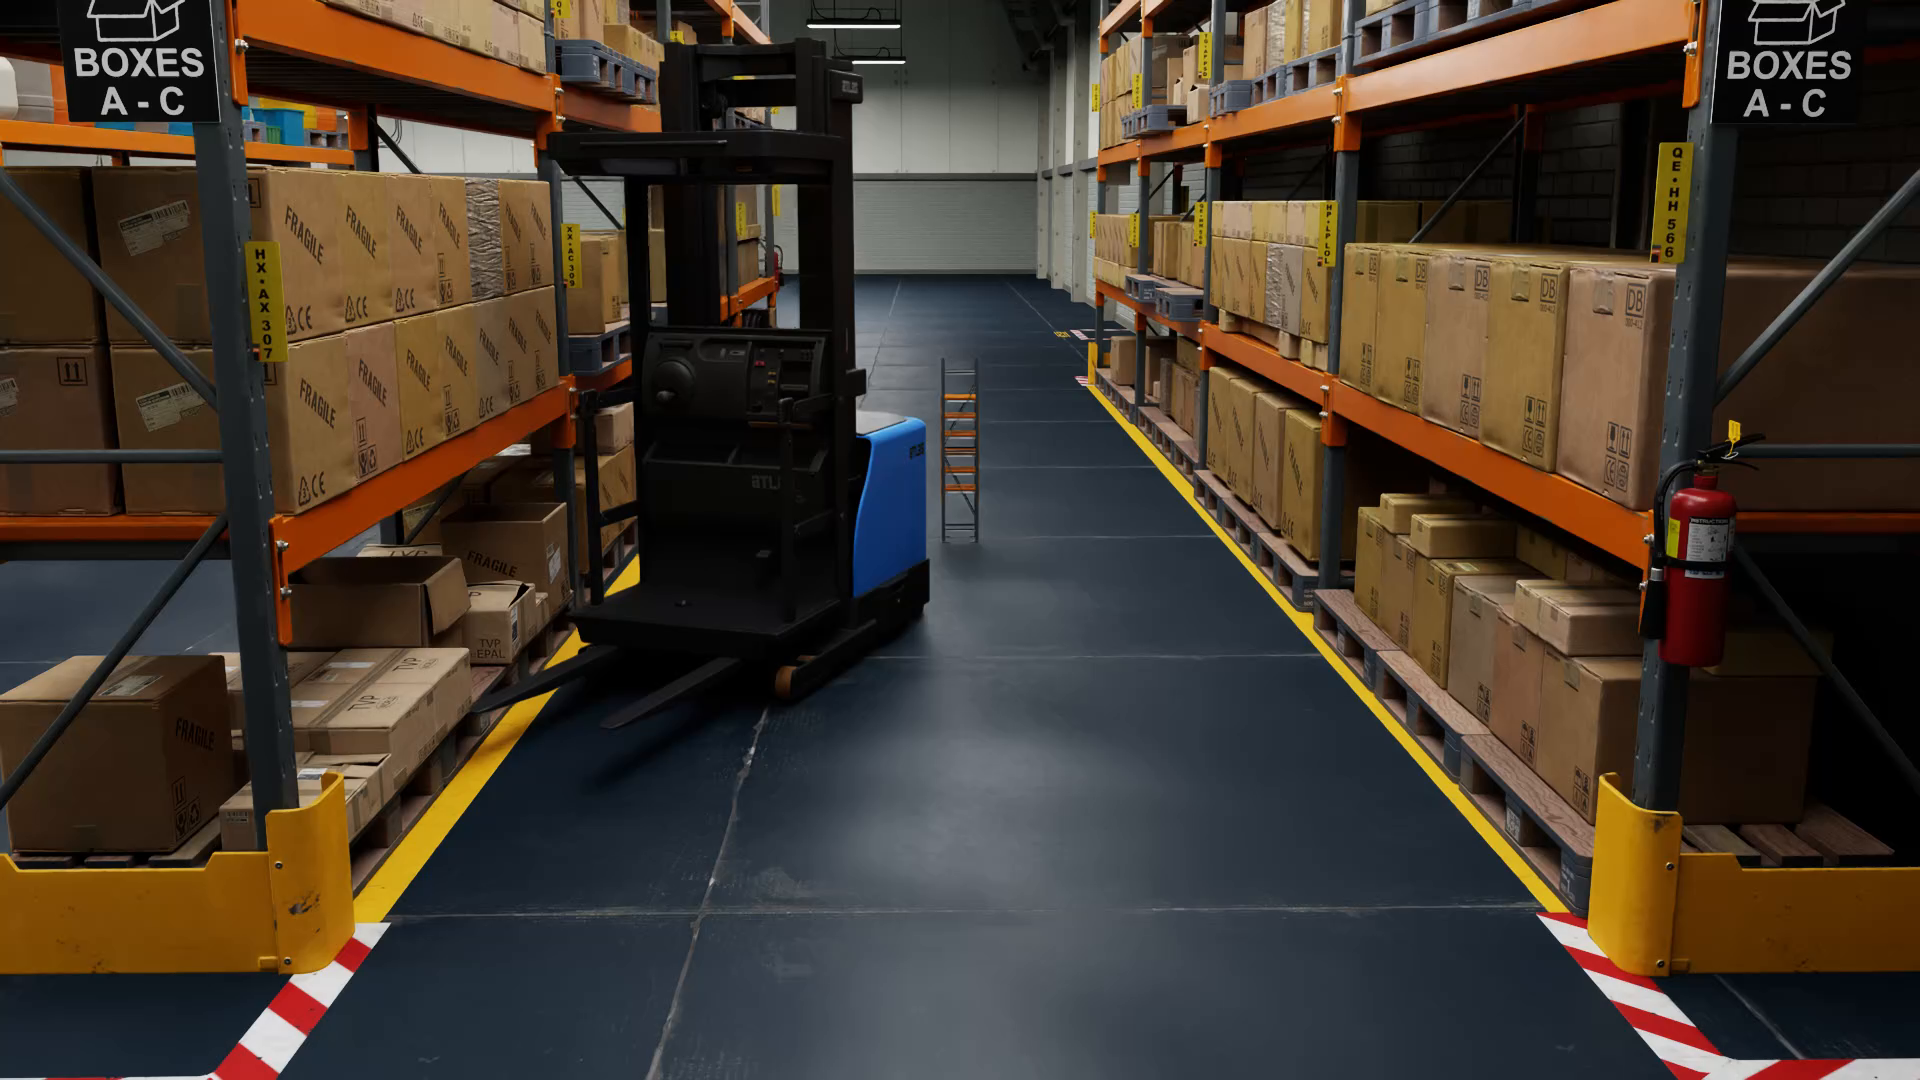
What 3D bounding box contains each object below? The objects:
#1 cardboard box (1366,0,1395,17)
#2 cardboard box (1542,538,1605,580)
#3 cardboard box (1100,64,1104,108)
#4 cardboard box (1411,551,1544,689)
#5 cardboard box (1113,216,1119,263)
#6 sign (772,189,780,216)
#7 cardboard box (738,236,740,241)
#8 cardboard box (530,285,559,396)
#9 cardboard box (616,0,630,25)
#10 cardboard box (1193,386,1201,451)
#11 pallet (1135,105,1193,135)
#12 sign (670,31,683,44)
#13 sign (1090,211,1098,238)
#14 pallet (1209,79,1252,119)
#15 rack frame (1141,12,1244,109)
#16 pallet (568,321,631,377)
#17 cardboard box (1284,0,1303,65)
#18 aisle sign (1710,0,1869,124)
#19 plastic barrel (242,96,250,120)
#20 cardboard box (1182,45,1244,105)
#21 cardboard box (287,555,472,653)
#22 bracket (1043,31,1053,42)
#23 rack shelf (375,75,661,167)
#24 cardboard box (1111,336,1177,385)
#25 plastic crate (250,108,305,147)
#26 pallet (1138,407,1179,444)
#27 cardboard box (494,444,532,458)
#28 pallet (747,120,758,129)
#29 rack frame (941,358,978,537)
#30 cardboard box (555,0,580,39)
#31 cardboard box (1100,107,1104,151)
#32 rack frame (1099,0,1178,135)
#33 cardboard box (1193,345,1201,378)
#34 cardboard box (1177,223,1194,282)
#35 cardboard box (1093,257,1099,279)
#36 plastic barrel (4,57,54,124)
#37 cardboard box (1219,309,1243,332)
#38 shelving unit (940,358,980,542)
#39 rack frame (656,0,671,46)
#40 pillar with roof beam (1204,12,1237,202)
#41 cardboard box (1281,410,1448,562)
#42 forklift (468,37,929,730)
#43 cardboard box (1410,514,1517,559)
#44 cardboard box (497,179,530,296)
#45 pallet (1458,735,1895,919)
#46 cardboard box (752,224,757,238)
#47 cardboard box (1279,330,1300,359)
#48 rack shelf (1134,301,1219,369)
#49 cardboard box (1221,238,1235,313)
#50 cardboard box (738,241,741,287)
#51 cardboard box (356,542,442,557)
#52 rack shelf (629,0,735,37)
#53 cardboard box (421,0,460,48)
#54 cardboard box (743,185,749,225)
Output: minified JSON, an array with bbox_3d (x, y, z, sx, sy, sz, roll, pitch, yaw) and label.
[{"bbox_3d":[2.179,-2.553,7.626,0.500,0.250,0.500,0,11,-1],"label":"cardboard box"},{"bbox_3d":[2.571,0.089,6.675,0.380,0.149,0.250,0,11,-1],"label":"cardboard box"},{"bbox_3d":[1.945,-5.367,19.610,0.500,0.500,0.500,-1,12,-5],"label":"cardboard box"},{"bbox_3d":[2.357,0.330,7.121,0.700,0.500,0.500,0,11,0],"label":"cardboard box"},{"bbox_3d":[1.928,-3.227,17.860,0.500,0.500,0.500,-1,11,-3],"label":"cardboard box"},{"bbox_3d":[-2.230,-4.088,20.157,0.100,0.325,0.005,0,11,-1],"label":"sign"},{"bbox_3d":[-2.524,-3.234,17.572,0.380,0.149,0.250,-1,11,-3],"label":"cardboard box"},{"bbox_3d":[-2.257,-0.970,8.045,0.500,0.500,0.500,0,11,0],"label":"cardboard box"},{"bbox_3d":[-2.604,-3.737,11.624,0.500,0.500,0.500,0,11,-1],"label":"cardboard box"},{"bbox_3d":[2.279,-0.969,13.472,0.700,0.500,0.500,0,11,0],"label":"cardboard box"},{"bbox_3d":[2.194,-3.680,14.580,1.213,0.211,1.003,0,11,-1],"label":"pallet"},{"bbox_3d":[-2.064,-3.540,12.119,0.100,0.325,0.005,0,11,-1],"label":"sign"},{"bbox_3d":[1.638,-3.848,20.305,0.100,0.325,0.005,0,11,-1],"label":"sign"},{"bbox_3d":[2.412,-3.085,11.654,1.213,0.211,1.003,0,11,1],"label":"pallet"},{"bbox_3d":[2.263,-5.571,15.886,1.000,3.000,0.127,0,11,-1],"label":"rack frame"},{"bbox_3d":[-2.432,-1.085,9.344,1.003,0.211,1.213,0,11,-1],"label":"pallet"},{"bbox_3d":[2.475,-3.259,10.677,0.700,0.500,0.500,0,11,2],"label":"cardboard box"},{"bbox_3d":[2.212,-1.504,4.390,0.394,0.787,0.004,0,11,-1],"label":"aisle sign"},{"bbox_3d":[-7.556,-4.710,16.869,0.600,0.901,0.708,0,11,-1],"label":"plastic barrel"},{"bbox_3d":[2.220,-4.002,14.387,0.500,0.500,0.500,-1,11,-3],"label":"cardboard box"},{"bbox_3d":[-2.480,0.362,6.904,0.797,0.503,0.637,0,11,-1],"label":"cardboard box"},{"bbox_3d":[2.217,-12.681,41.881,0.235,0.232,0.430,0,11,-1],"label":"bracket"},{"bbox_3d":[-2.566,-2.535,10.273,1.077,0.370,4.000,0,11,-1],"label":"rack shelf"},{"bbox_3d":[2.081,-2.019,18.648,0.700,0.500,0.500,-1,12,-5],"label":"cardboard box"},{"bbox_3d":[-7.384,-4.470,18.042,0.392,0.384,0.575,0,11,-1],"label":"plastic crate"},{"bbox_3d":[2.280,-1.109,15.997,1.003,0.211,1.213,0,11,-1],"label":"pallet"},{"bbox_3d":[-2.833,-0.305,10.198,0.500,0.500,0.500,0,11,0],"label":"cardboard box"},{"bbox_3d":[-2.755,-4.448,18.117,1.003,0.211,1.213,0,11,-1],"label":"pallet"},{"bbox_3d":[-0.002,-0.609,11.044,0.240,1.200,0.006,0,11,-1],"label":"rack frame"},{"bbox_3d":[-2.498,-3.027,9.329,0.600,0.600,0.600,0,11,-2],"label":"cardboard box"},{"bbox_3d":[1.937,-4.887,19.759,0.500,0.500,0.500,0,11,0],"label":"cardboard box"},{"bbox_3d":[2.180,-6.366,19.805,1.000,3.000,0.127,0,11,-1],"label":"rack frame"},{"bbox_3d":[2.314,-1.552,14.461,0.500,0.250,0.500,0,11,-1],"label":"cardboard box"},{"bbox_3d":[2.289,-2.552,14.737,0.700,0.500,0.500,1,12,7],"label":"cardboard box"},{"bbox_3d":[1.873,-3.264,19.930,0.500,0.250,0.500,-1,11,-3],"label":"cardboard box"},{"bbox_3d":[-7.359,-3.675,12.824,0.600,0.901,0.600,0,11,0],"label":"plastic barrel"},{"bbox_3d":[2.038,-1.553,11.750,0.380,0.149,0.250,0,11,1],"label":"cardboard box"},{"bbox_3d":[0.000,-0.591,10.954,0.258,1.200,0.189,0,11,-1],"label":"shelving unit"},{"bbox_3d":[-2.607,-4.755,11.863,1.000,3.000,0.127,0,11,-1],"label":"rack frame"},{"bbox_3d":[-1.245,-6.213,19.050,9.100,9.000,0.400,0,11,-1],"label":"pillar with roof beam"},{"bbox_3d":[2.285,-0.322,9.450,0.750,0.750,0.750,0,11,0],"label":"cardboard box"},{"bbox_3d":[-1.140,-0.800,7.632,1.130,2.935,3.031,4,12,19],"label":"forklift"},{"bbox_3d":[2.177,-0.018,7.201,0.380,0.149,0.250,-1,11,-3],"label":"cardboard box"},{"bbox_3d":[-2.242,-1.357,7.438,0.500,0.500,0.500,0,11,-2],"label":"cardboard box"},{"bbox_3d":[2.416,0.963,5.784,1.003,0.211,1.213,0,11,-1],"label":"pallet"},{"bbox_3d":[-2.562,-3.594,19.346,0.380,0.149,0.250,0,11,-2],"label":"cardboard box"},{"bbox_3d":[2.085,-1.147,9.752,0.380,0.149,0.250,0,11,-1],"label":"cardboard box"},{"bbox_3d":[2.304,-1.881,14.594,1.077,0.370,4.000,0,11,-1],"label":"rack shelf"},{"bbox_3d":[2.101,-1.839,11.527,0.500,0.500,0.500,0,11,1],"label":"cardboard box"},{"bbox_3d":[-2.729,-2.951,17.812,0.700,0.500,0.500,0,11,0],"label":"cardboard box"},{"bbox_3d":[-2.732,0.167,8.348,0.500,0.311,0.500,0,11,-1],"label":"cardboard box"},{"bbox_3d":[-2.648,-4.604,13.934,1.077,0.370,4.000,0,11,-1],"label":"rack shelf"},{"bbox_3d":[-2.224,-2.022,6.316,0.500,0.250,0.500,0,11,-1],"label":"cardboard box"},{"bbox_3d":[-2.747,-3.782,18.640,0.700,0.500,0.500,0,11,-1],"label":"cardboard box"}]
